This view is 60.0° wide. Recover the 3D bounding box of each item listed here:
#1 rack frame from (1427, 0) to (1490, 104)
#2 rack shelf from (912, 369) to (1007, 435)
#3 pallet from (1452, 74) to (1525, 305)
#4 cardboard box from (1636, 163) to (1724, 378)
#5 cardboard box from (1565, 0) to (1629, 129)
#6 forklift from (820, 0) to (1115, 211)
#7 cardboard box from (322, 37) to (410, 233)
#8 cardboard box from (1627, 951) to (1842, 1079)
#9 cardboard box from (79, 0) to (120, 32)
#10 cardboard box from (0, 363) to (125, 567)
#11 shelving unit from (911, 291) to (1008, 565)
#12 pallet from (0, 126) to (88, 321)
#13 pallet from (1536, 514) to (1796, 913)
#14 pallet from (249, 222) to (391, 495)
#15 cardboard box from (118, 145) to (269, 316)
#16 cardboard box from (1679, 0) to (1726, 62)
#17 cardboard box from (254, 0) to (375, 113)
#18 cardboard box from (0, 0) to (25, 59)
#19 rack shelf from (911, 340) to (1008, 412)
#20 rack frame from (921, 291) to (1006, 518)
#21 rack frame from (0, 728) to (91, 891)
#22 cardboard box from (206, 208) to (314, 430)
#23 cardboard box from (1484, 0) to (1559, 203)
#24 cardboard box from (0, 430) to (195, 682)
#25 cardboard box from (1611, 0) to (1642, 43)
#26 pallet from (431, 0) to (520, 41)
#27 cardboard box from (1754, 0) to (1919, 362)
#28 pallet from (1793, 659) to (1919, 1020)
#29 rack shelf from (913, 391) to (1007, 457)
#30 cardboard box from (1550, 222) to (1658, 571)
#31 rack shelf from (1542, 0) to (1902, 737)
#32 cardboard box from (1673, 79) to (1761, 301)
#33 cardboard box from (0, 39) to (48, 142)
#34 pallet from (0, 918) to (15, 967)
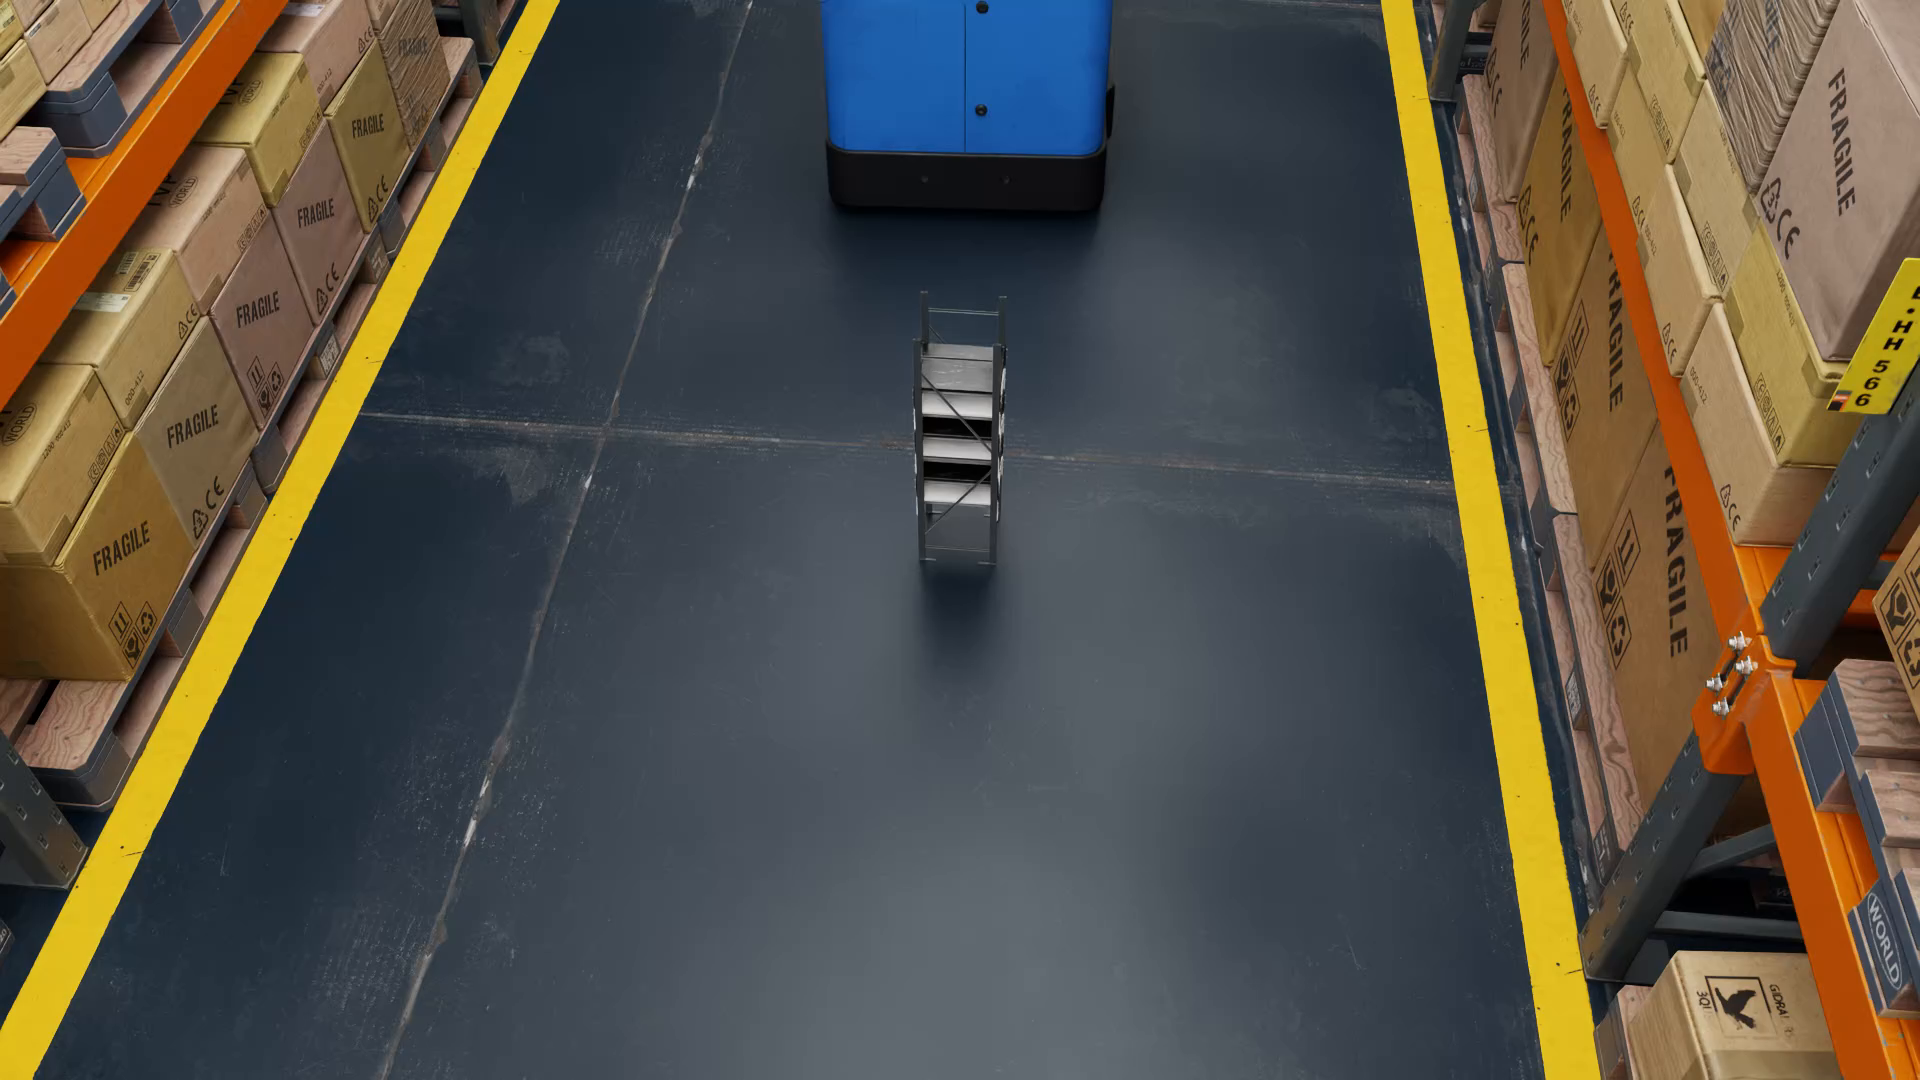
[{"bbox_3d":[2.456,-2.843,5.818,1.000,3.000,0.127,4,48,4],"label":"rack frame"},{"bbox_3d":[0.001,-0.409,4.815,0.258,0.077,0.200,4,48,4],"label":"rack shelf"},{"bbox_3d":[2.460,-1.330,6.324,1.003,0.211,1.213,4,48,4],"label":"pallet"},{"bbox_3d":[1.909,-0.619,3.885,0.500,0.250,0.500,5,48,4],"label":"cardboard box"},{"bbox_3d":[1.990,-1.365,4.567,0.500,0.250,0.500,3,48,3],"label":"cardboard box"},{"bbox_3d":[0.080,-3.312,6.293,1.130,2.935,3.031,2,48,2],"label":"forklift"},{"bbox_3d":[-2.347,-1.462,5.964,0.500,0.500,0.500,3,48,3],"label":"cardboard box"},{"bbox_3d":[2.030,1.256,3.565,0.950,0.372,0.625,1,48,1],"label":"cardboard box"},{"bbox_3d":[-2.487,-1.509,4.483,0.380,0.149,0.250,4,48,4],"label":"cardboard box"},{"bbox_3d":[-2.544,-0.204,4.305,0.500,0.250,0.500,2,48,2],"label":"cardboard box"},{"bbox_3d":[0.001,-0.310,4.923,0.258,0.900,0.210,4,48,4],"label":"shelving unit"},{"bbox_3d":[-2.889,-0.629,3.922,1.213,0.211,1.003,4,48,4],"label":"pallet"},{"bbox_3d":[2.238,0.463,4.684,1.003,0.211,1.213,4,48,4],"label":"pallet"},{"bbox_3d":[-2.661,-0.690,5.738,1.003,0.211,1.213,4,48,4],"label":"pallet"},{"bbox_3d":[-2.440,-0.940,4.978,0.500,0.250,0.500,4,48,4],"label":"cardboard box"},{"bbox_3d":[1.968,-1.415,3.766,0.500,0.500,0.500,4,48,4],"label":"cardboard box"},{"bbox_3d":[-2.359,-1.712,5.684,0.500,0.250,0.500,6,48,5],"label":"cardboard box"},{"bbox_3d":[-2.537,-1.243,4.038,0.380,0.149,0.250,4,48,4],"label":"cardboard box"},{"bbox_3d":[0.001,-0.469,4.749,0.258,0.077,0.200,4,48,4],"label":"rack shelf"},{"bbox_3d":[0.010,-0.384,4.992,0.240,0.900,0.006,4,48,4],"label":"rack frame"},{"bbox_3d":[-2.848,-0.163,3.366,1.000,3.000,0.127,4,48,4],"label":"rack frame"},{"bbox_3d":[-2.445,-0.711,5.277,0.500,0.500,0.500,3,48,3],"label":"cardboard box"},{"bbox_3d":[2.479,-1.807,6.025,0.875,0.875,0.875,5,48,5],"label":"cardboard box"},{"bbox_3d":[-2.529,0.037,4.593,0.500,0.500,0.500,2,48,2],"label":"cardboard box"},{"bbox_3d":[1.999,-1.531,4.381,0.500,0.250,0.500,3,48,2],"label":"cardboard box"},{"bbox_3d":[-2.457,-2.657,7.537,1.003,0.211,1.213,4,48,4],"label":"pallet"},{"bbox_3d":[1.878,-0.673,3.087,0.500,0.500,0.500,3,48,2],"label":"cardboard box"},{"bbox_3d":[2.132,0.692,2.715,1.213,0.211,1.003,4,48,4],"label":"pallet"},{"bbox_3d":[0.001,-0.348,4.882,0.258,0.077,0.200,4,48,4],"label":"rack shelf"},{"bbox_3d":[2.322,-0.486,4.817,0.875,0.875,0.875,4,48,4],"label":"cardboard box"},{"bbox_3d":[2.273,-1.131,4.739,1.077,0.370,4.000,4,48,4],"label":"rack shelf"},{"bbox_3d":[1.925,-0.772,3.686,0.500,0.250,0.500,3,48,3],"label":"cardboard box"},{"bbox_3d":[-2.534,-1.129,4.135,0.380,0.149,0.250,6,48,5],"label":"cardboard box"},{"bbox_3d":[-2.995,1.353,3.870,1.003,0.211,1.213,4,48,4],"label":"pallet"}]
